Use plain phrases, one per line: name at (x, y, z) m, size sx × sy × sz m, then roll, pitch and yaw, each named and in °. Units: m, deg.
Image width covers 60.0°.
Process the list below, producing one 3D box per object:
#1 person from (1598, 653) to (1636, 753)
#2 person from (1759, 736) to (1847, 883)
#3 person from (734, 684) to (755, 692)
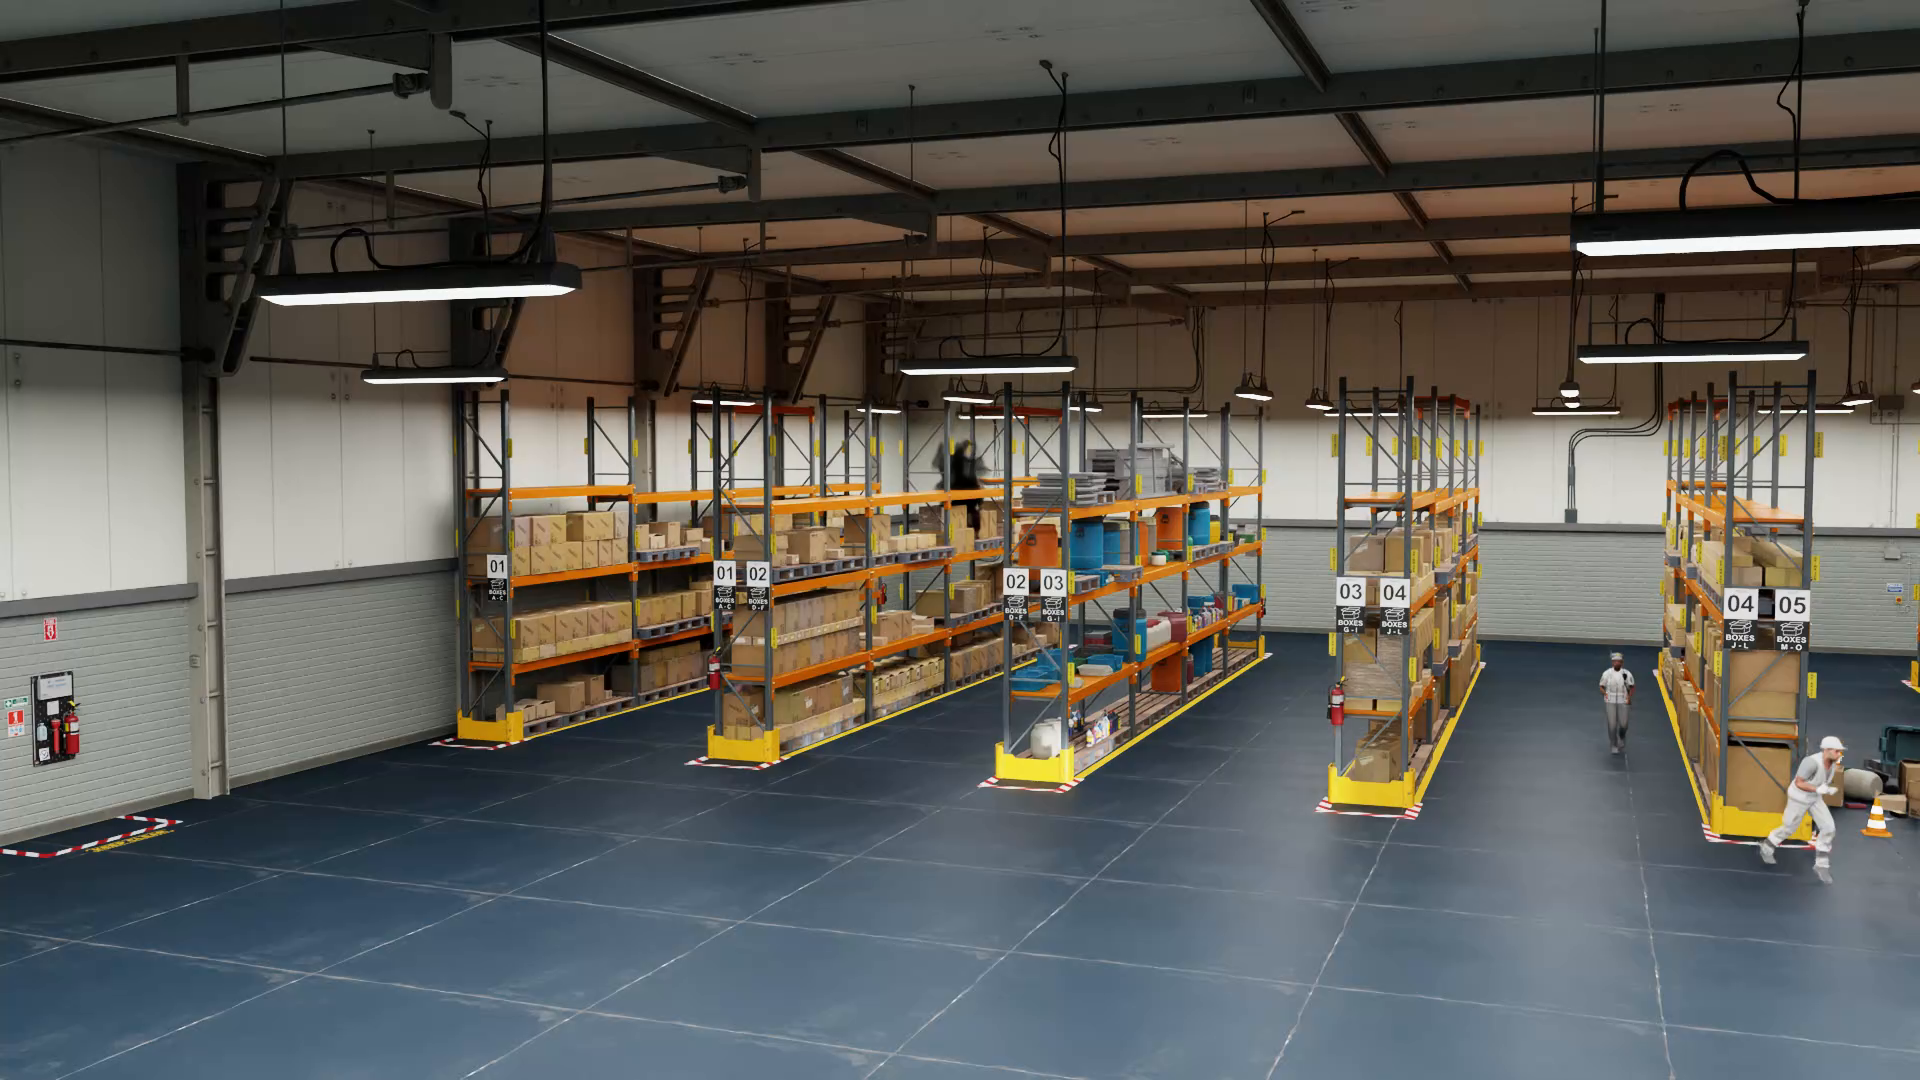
person at (10.775, 2.671, 27.276) m, size 0.571 × 1.653 × 0.554 m, roll 1°, pitch 3°, yaw 20°
person at (9.880, 3.106, 19.495) m, size 0.705 × 1.730 × 1.038 m, roll -2°, pitch 4°, yaw -28°
person at (-3.873, 2.508, 30.277) m, size 0.599 × 1.692 × 0.945 m, roll 1°, pitch 3°, yaw 22°
